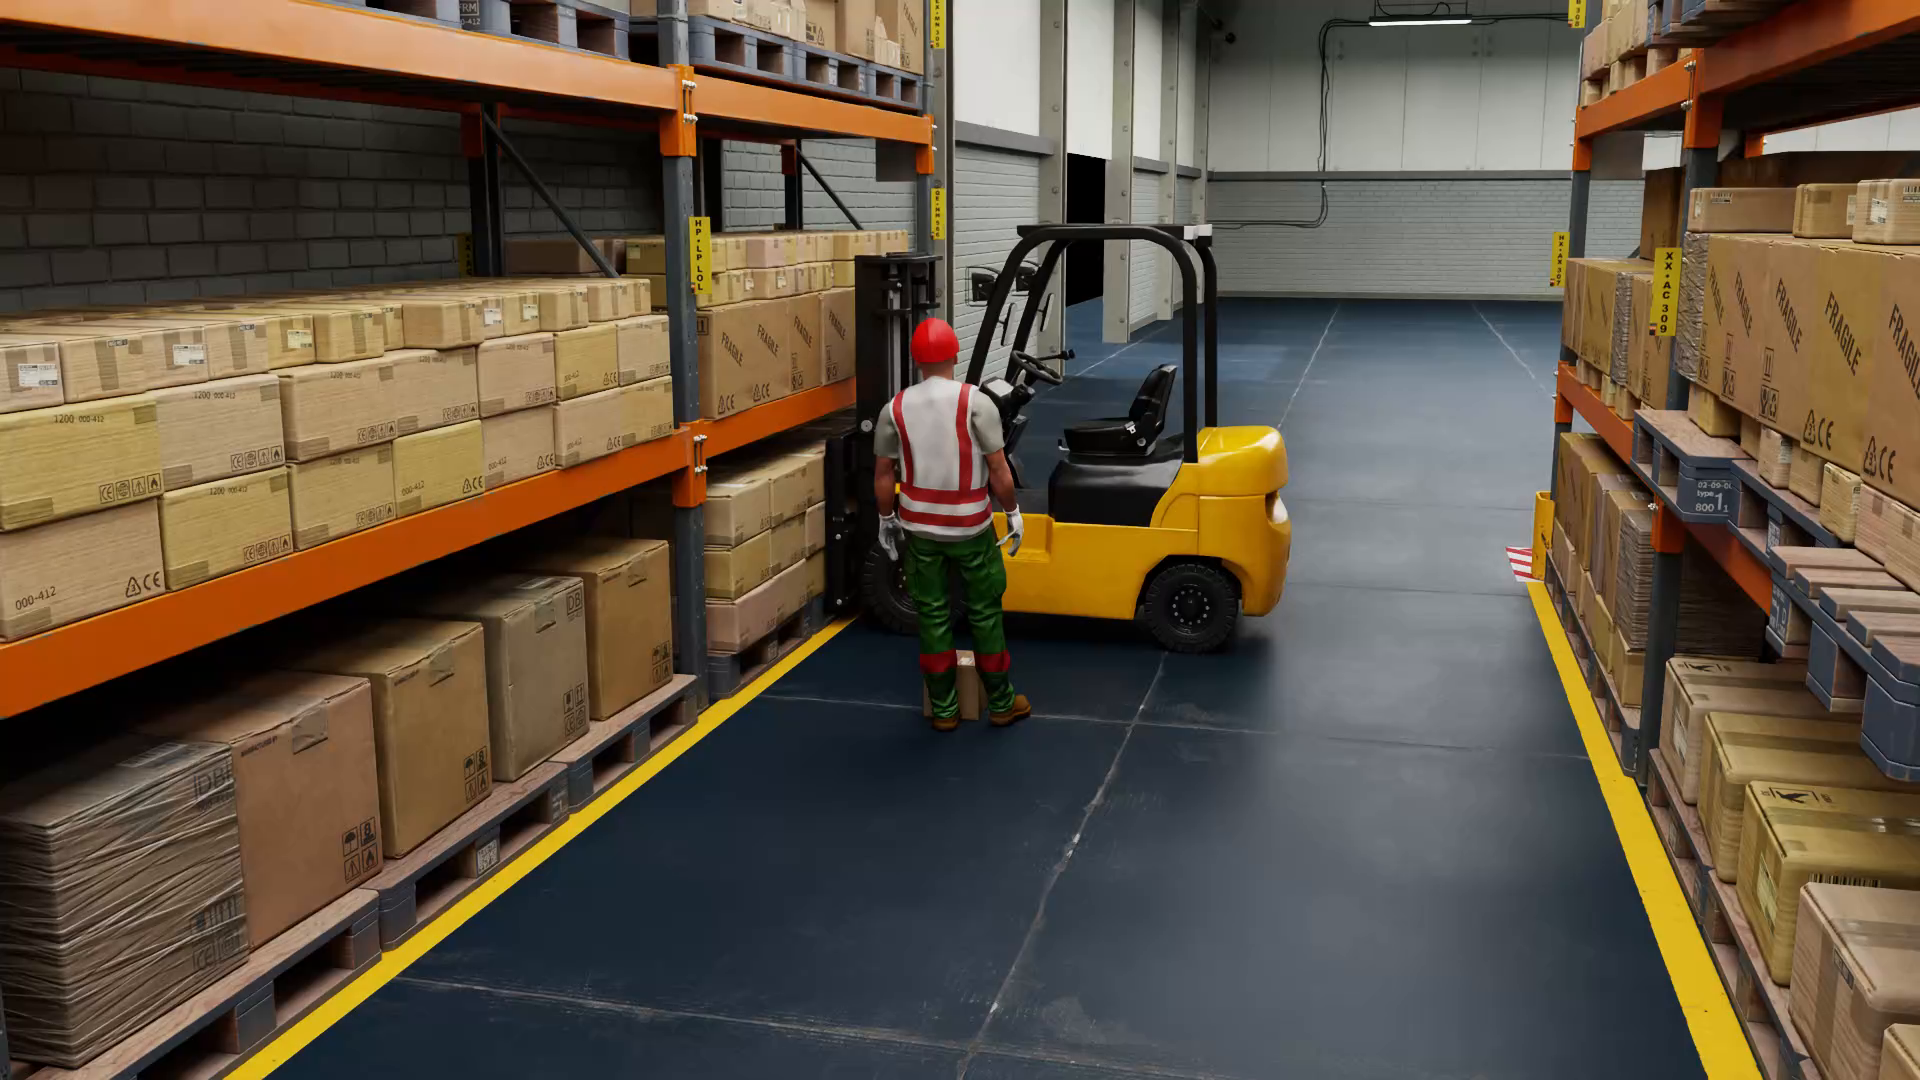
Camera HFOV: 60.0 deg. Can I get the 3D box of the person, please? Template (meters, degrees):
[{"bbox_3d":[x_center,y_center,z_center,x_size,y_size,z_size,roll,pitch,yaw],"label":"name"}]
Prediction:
[{"bbox_3d":[-0.030,-0.071,7.191,0.638,1.787,0.564,3,12,14],"label":"person"}]
